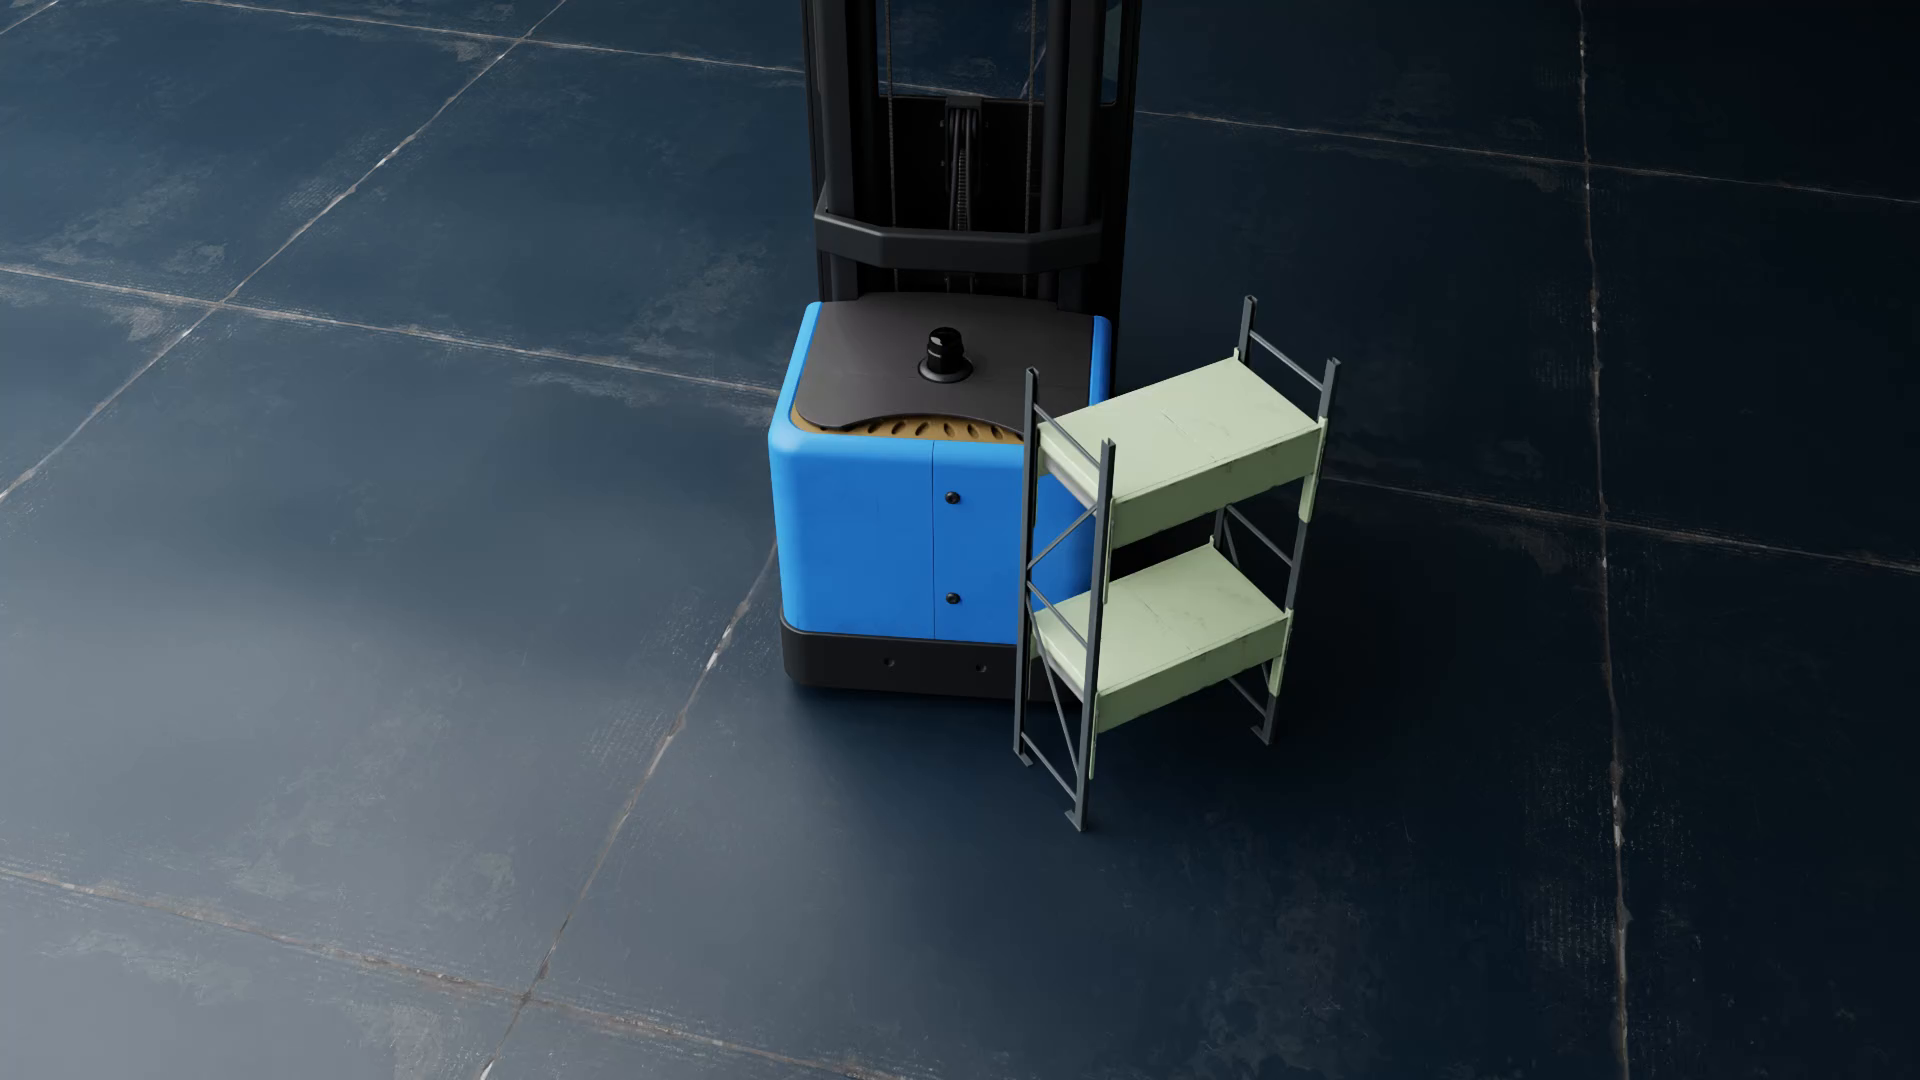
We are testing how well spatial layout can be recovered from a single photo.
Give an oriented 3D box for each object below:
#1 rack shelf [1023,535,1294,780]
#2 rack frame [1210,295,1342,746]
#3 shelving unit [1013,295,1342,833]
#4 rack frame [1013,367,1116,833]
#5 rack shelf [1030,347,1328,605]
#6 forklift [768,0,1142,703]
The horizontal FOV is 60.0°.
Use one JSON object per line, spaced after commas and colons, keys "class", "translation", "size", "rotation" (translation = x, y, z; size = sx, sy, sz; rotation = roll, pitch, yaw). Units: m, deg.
{"class": "rack shelf", "translation": [0.602, 0.353, 5.168], "size": [0.720, 0.370, 0.431], "rotation": [-20, 44, -22]}
{"class": "rack frame", "translation": [0.920, -0.013, 5.097], "size": [0.023, 1.500, 0.400], "rotation": [-20, 44, -22]}
{"class": "shelving unit", "translation": [0.602, 0.105, 4.958], "size": [0.755, 1.500, 0.431], "rotation": [-20, 44, -22]}
{"class": "rack frame", "translation": [0.285, 0.222, 4.818], "size": [0.023, 1.500, 0.400], "rotation": [-20, 44, -22]}
{"class": "rack shelf", "translation": [0.603, -0.193, 4.706], "size": [0.720, 0.370, 0.431], "rotation": [-20, 44, -22]}
{"class": "forklift", "translation": [0.058, -1.523, 5.785], "size": [1.130, 2.935, 3.031], "rotation": [3, 40, 4]}
